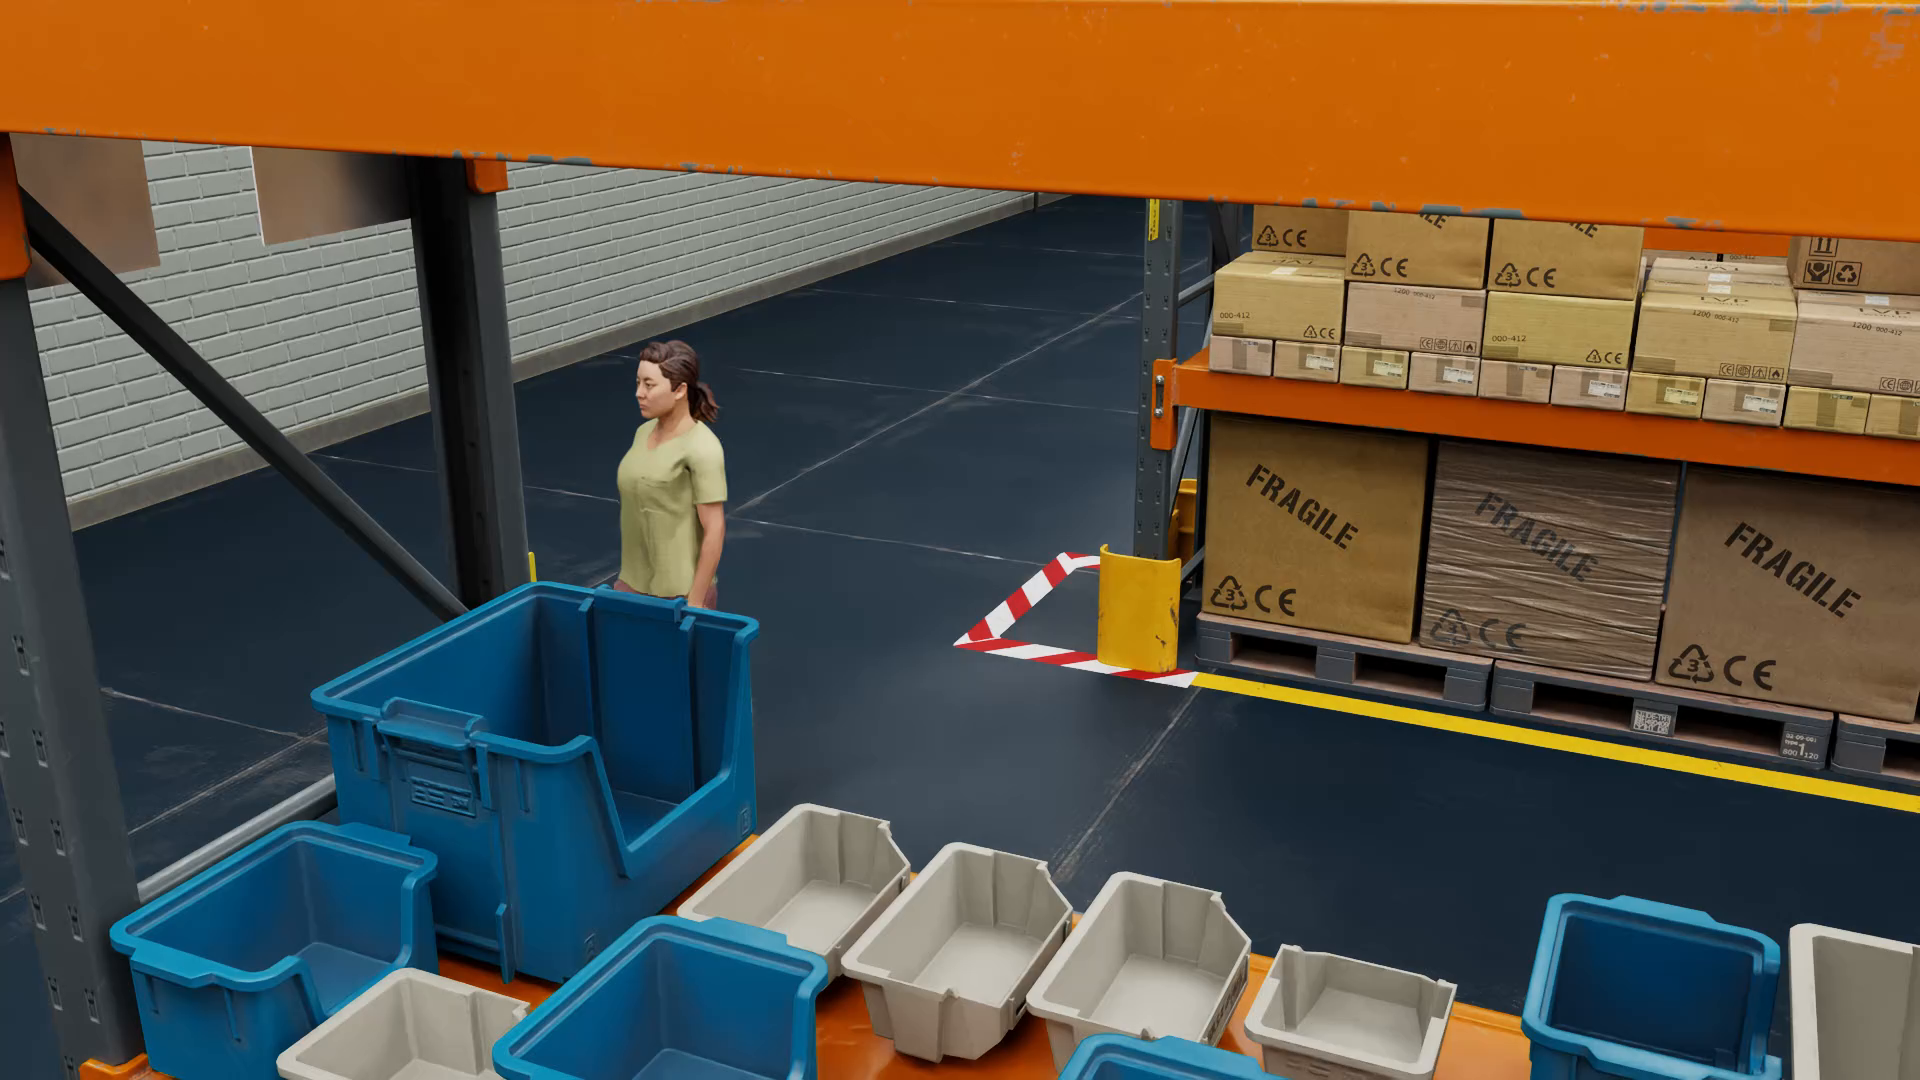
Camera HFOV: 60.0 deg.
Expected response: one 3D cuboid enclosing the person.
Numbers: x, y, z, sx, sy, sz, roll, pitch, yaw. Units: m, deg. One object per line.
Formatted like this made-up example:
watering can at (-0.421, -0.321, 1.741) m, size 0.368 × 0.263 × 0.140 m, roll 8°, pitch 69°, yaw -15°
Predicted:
person at (-0.986, 0.194, 5.506) m, size 0.485 × 1.694 × 0.523 m, roll 17°, pitch 26°, yaw 41°
